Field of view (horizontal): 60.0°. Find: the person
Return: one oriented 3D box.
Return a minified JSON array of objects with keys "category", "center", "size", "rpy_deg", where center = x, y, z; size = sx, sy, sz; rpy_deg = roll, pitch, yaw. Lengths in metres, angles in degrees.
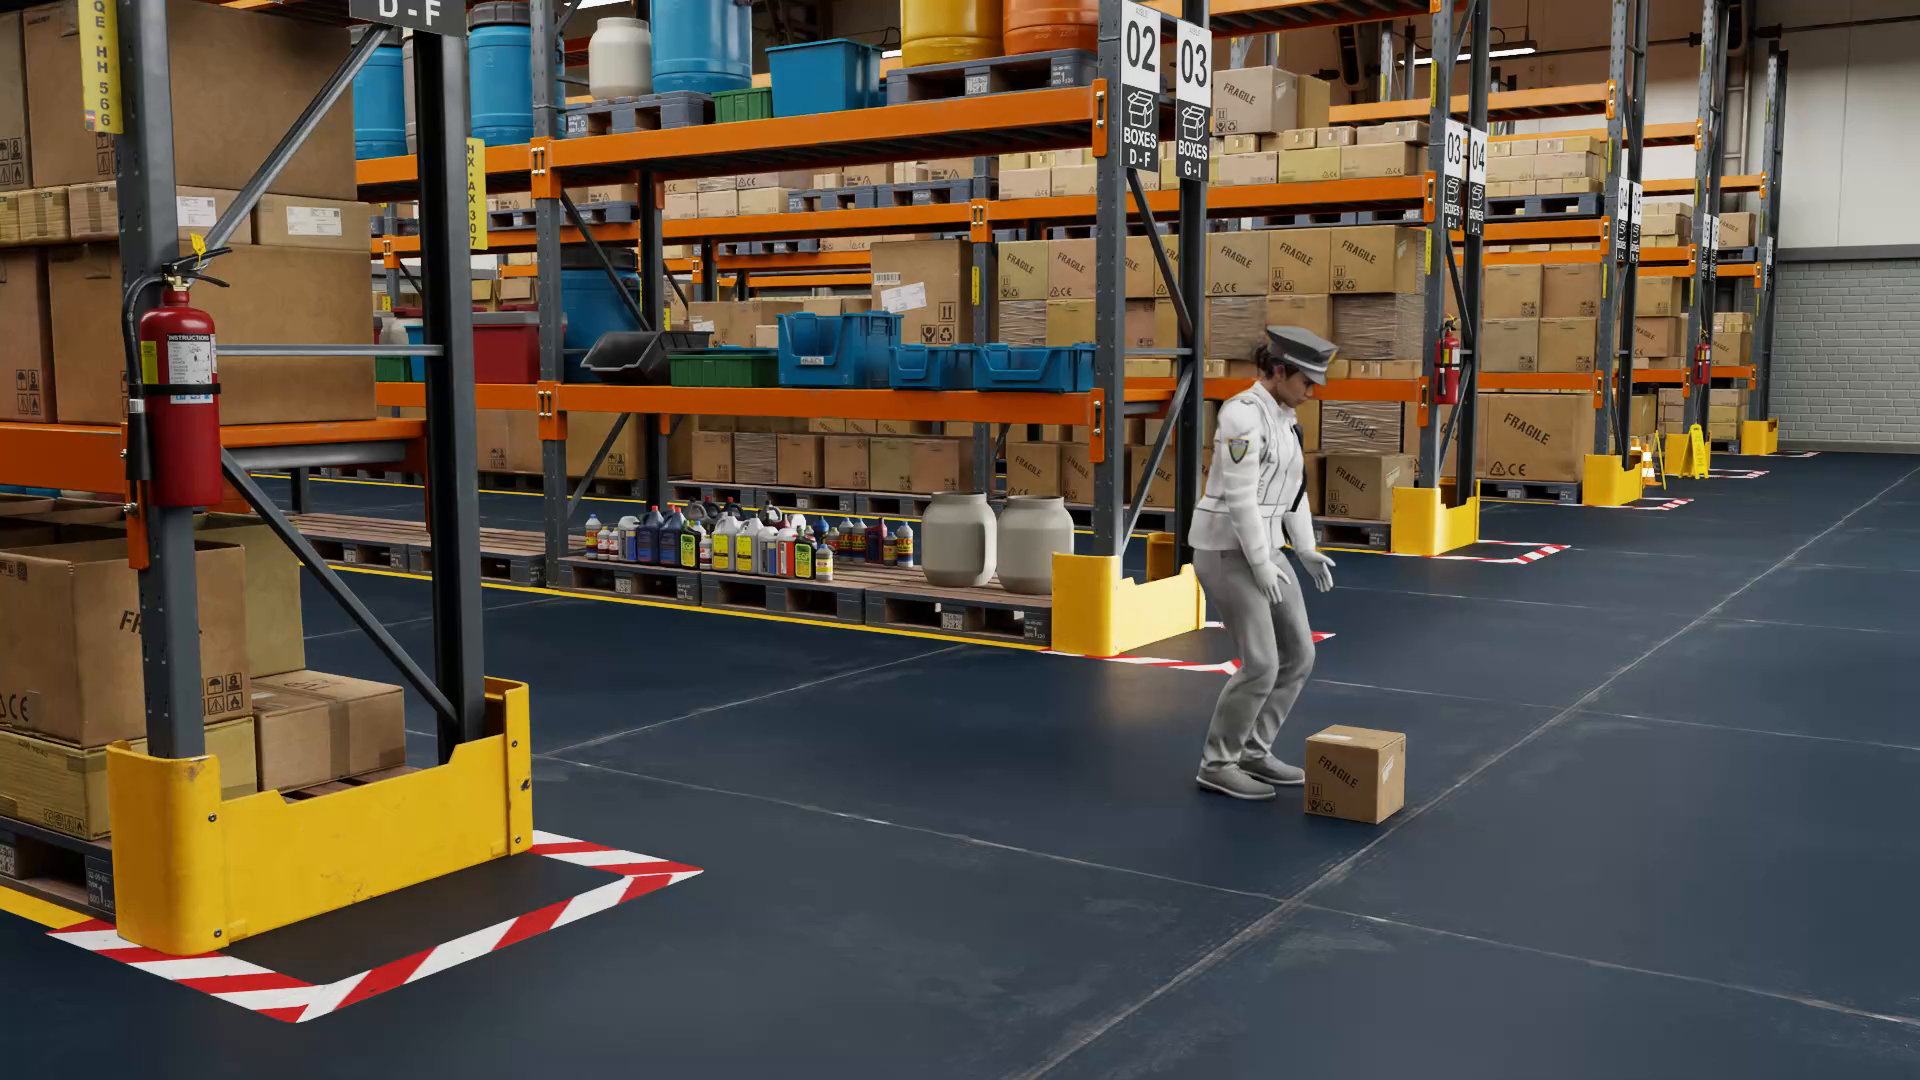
[{"category":"person","center":[1.051,0.068,5.733],"size":[0.485,1.605,0.508],"rpy_deg":[5,8,35]}]
